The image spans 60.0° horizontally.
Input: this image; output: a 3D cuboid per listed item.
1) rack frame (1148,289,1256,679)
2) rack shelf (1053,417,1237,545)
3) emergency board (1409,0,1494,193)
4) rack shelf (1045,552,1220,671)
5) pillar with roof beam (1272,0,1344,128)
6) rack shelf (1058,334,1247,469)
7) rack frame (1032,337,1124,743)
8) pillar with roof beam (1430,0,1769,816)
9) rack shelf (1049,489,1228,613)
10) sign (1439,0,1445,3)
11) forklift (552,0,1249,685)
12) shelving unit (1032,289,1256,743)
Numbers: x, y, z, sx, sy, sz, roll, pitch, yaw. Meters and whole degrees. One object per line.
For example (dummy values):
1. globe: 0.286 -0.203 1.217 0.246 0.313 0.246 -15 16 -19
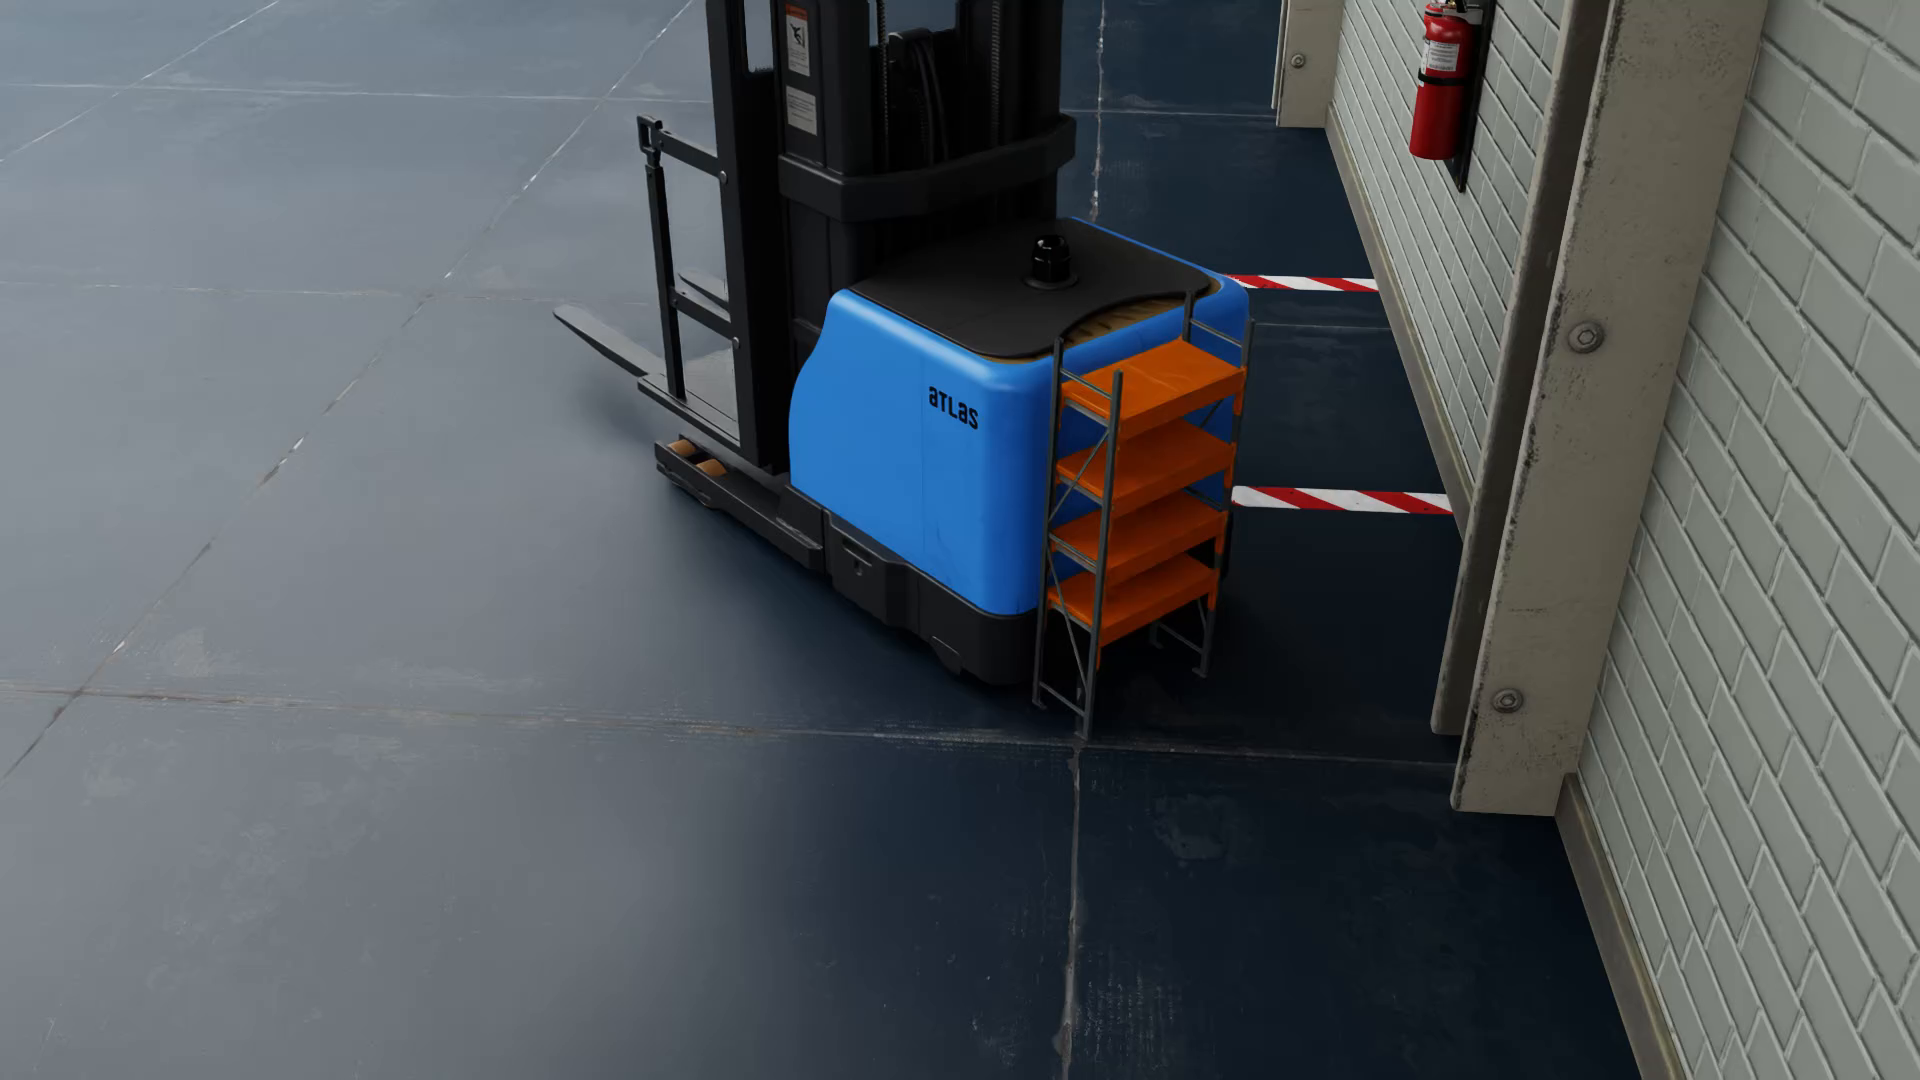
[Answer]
1. rack frame: 0.687 -0.133 4.812 0.015 1.200 0.240 -23 41 -33
2. rack shelf: 0.503 -0.182 4.593 0.480 0.148 0.258 -23 41 -33
3. emergency board: 1.758 -1.925 6.014 0.194 1.169 0.643 2 32 4
4. rack shelf: 0.492 0.170 4.826 0.480 0.148 0.258 -23 41 -33
5. pillar with roof beam: -2.284 -6.509 7.735 9.100 9.000 0.400 2 32 4
6. rack shelf: 0.509 -0.379 4.463 0.480 0.148 0.258 -23 41 -33
7. rack frame: 0.311 0.030 4.547 0.015 1.200 0.240 -23 41 -33
8. pillar with roof beam: -2.772 -3.372 2.644 9.100 9.000 0.400 2 32 4
9. rack shelf: 0.497 0.005 4.717 0.480 0.148 0.258 -23 41 -33
10. sign: 1.905 -2.225 6.467 0.001 0.329 0.234 2 32 4
11. forklift: -0.455 -1.518 5.420 1.130 2.935 3.031 -24 39 -33
12. shelving unit: 0.499 -0.051 4.680 0.503 1.200 0.258 -23 41 -33
